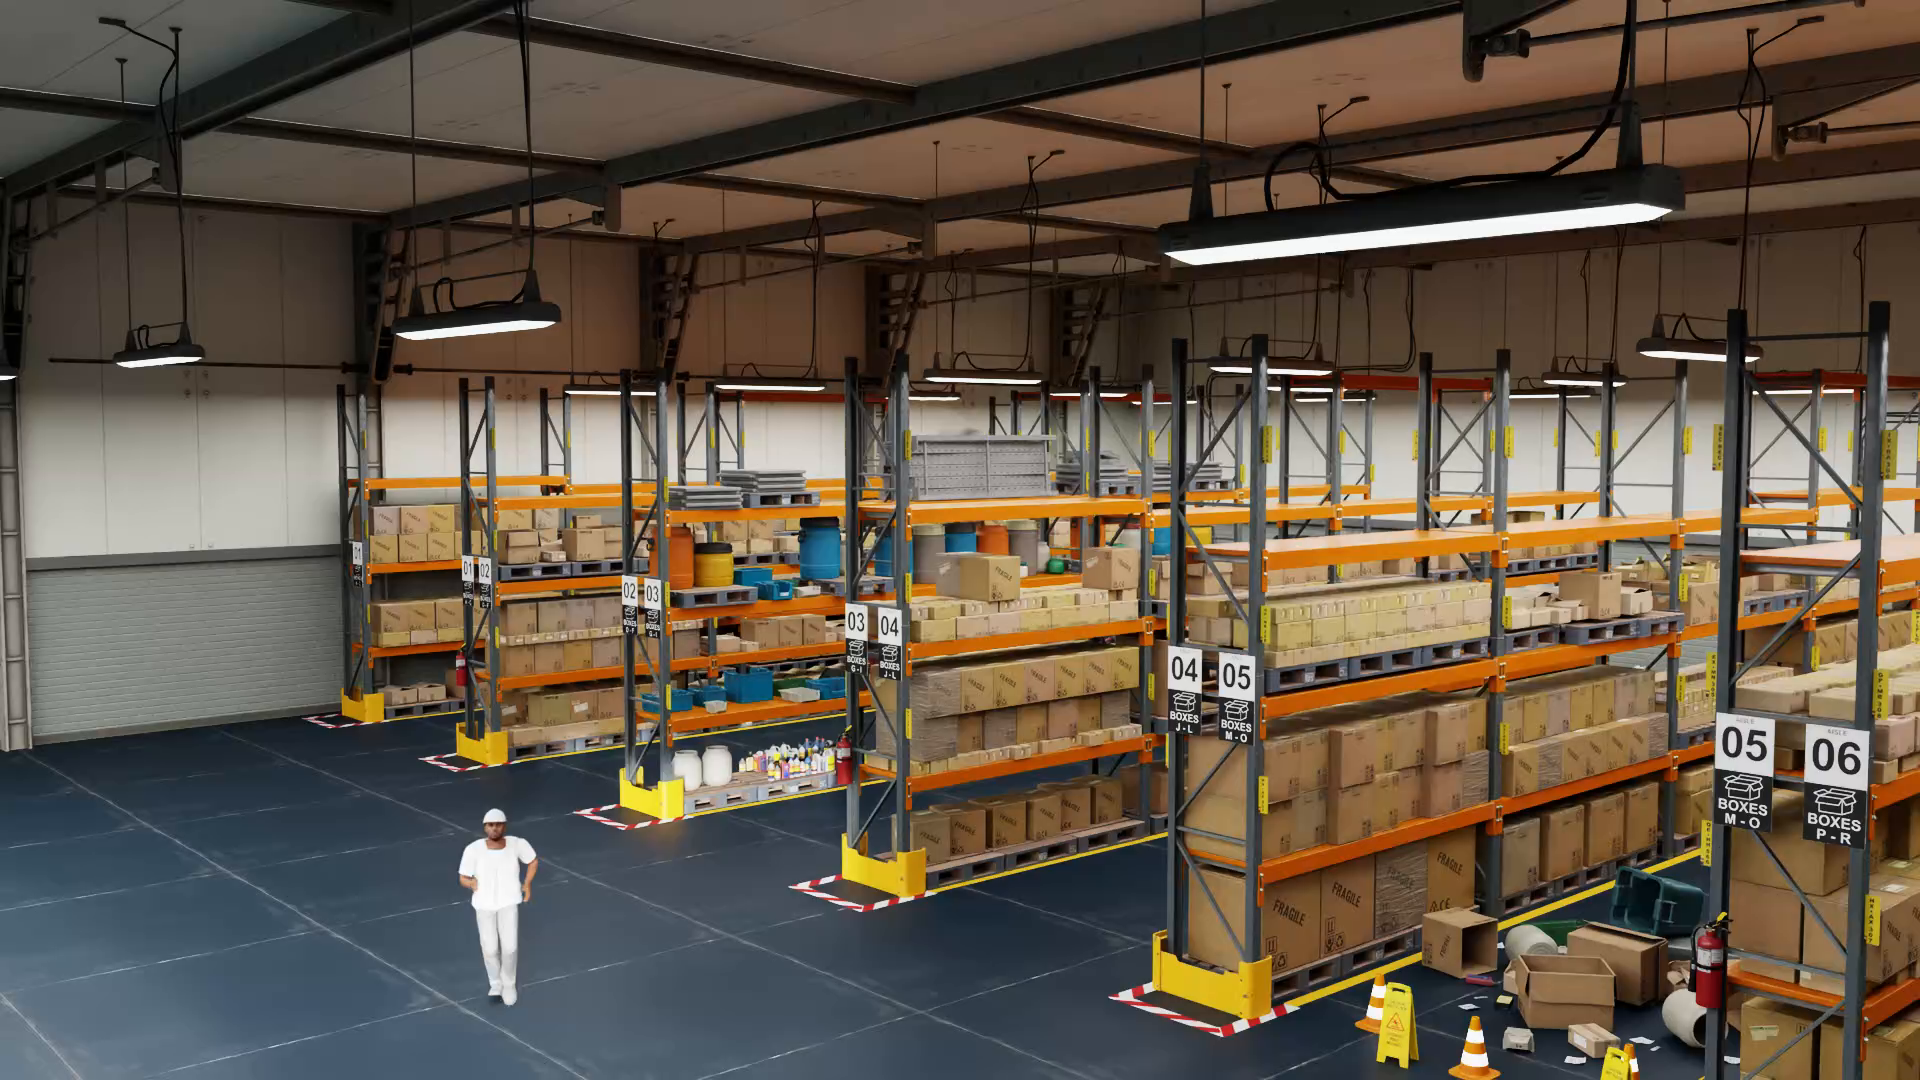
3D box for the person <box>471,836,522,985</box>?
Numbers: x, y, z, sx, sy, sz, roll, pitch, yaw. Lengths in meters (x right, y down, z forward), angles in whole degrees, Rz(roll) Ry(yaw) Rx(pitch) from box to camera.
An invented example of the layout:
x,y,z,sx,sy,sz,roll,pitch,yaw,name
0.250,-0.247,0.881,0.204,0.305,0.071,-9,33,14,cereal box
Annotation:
x,y,z,sx,sy,sz,roll,pitch,yaw,name
-4.173,3.375,14.982,0.442,1.403,0.582,-1,4,-11,person
